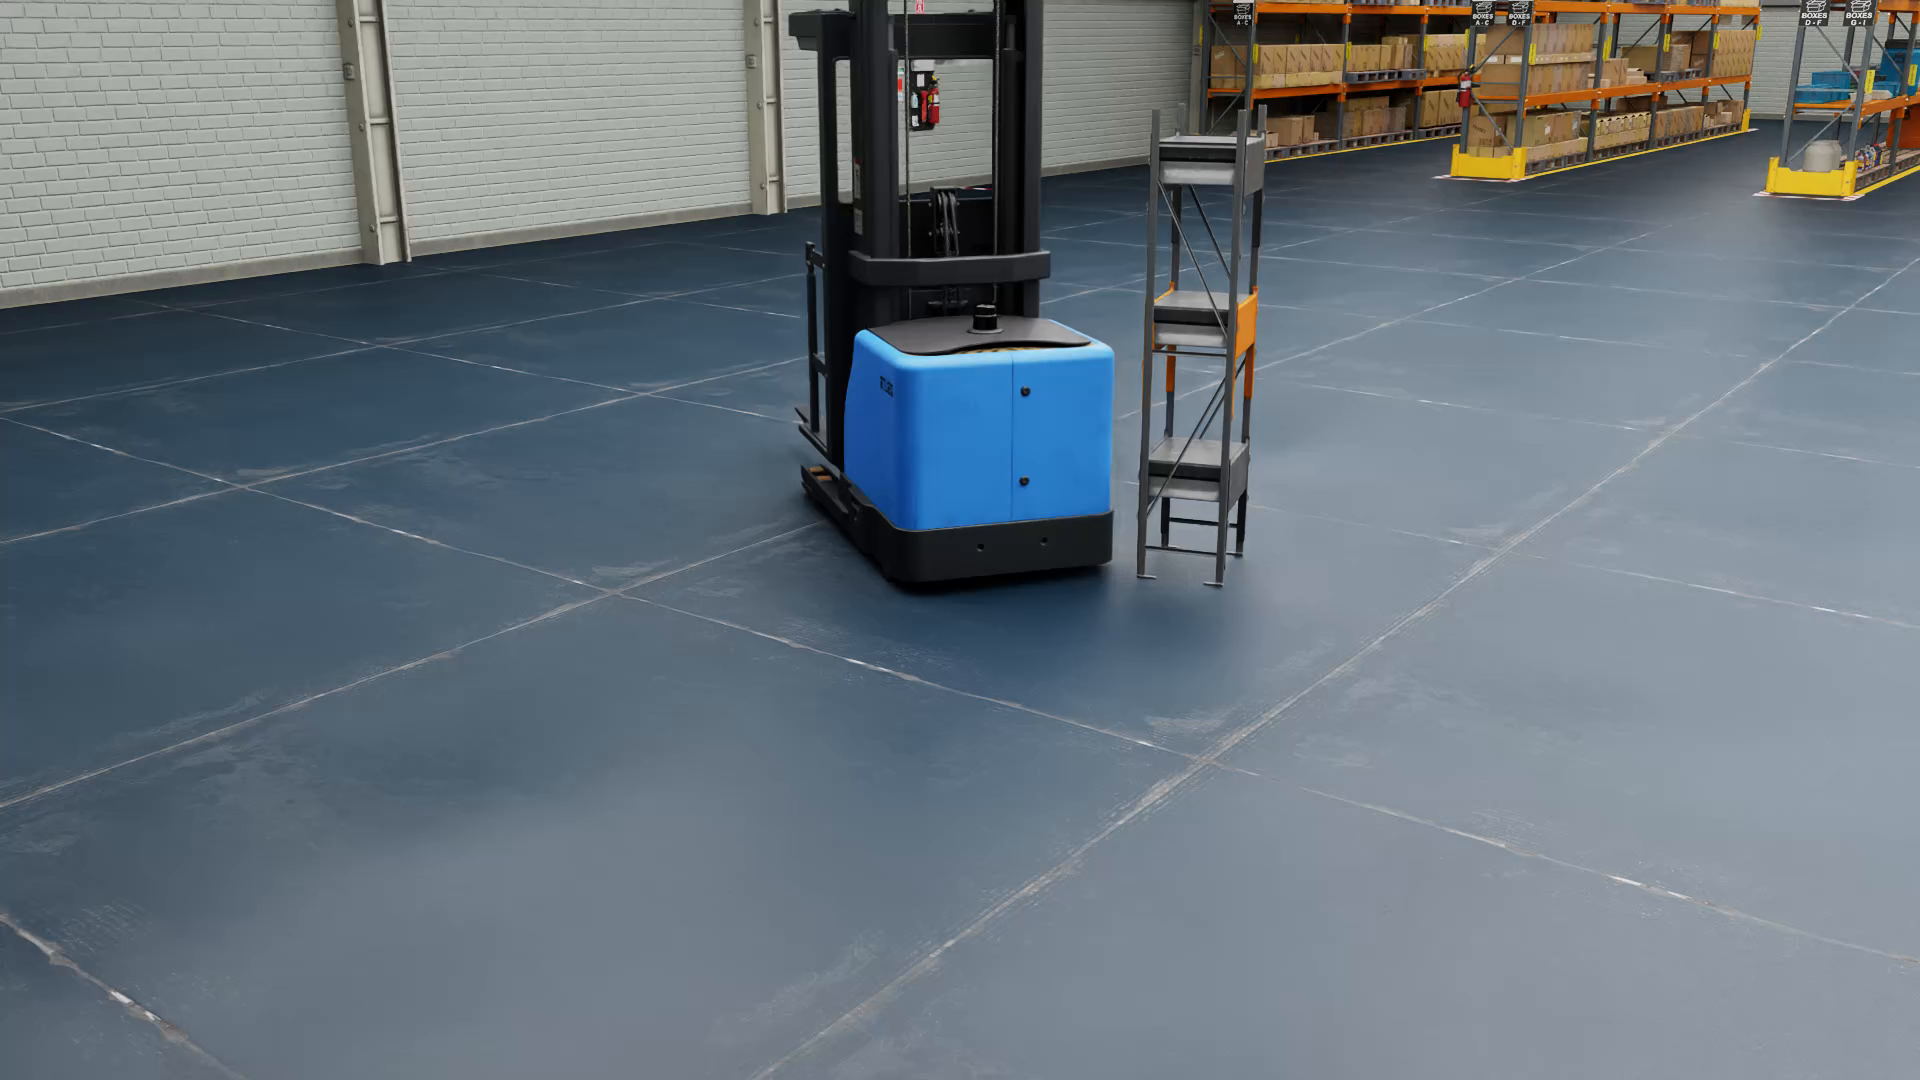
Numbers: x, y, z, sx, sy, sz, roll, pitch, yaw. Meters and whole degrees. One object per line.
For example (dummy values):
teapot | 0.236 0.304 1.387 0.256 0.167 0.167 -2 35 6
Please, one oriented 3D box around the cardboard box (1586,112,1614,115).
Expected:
cardboard box | 12.741 -8.378 33.147 0.500 0.311 0.500 12 21 33

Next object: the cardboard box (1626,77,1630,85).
cardboard box | 12.881 -8.988 32.554 0.380 0.149 0.250 14 22 39

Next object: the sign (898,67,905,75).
sign | -0.910 -6.856 24.309 0.001 0.109 0.331 12 21 35

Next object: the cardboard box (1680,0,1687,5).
cardboard box | 14.442 -11.257 34.211 0.910 0.500 0.500 12 21 35

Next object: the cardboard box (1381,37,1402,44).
cardboard box | 9.254 -10.697 35.629 0.380 0.149 0.250 9 19 26

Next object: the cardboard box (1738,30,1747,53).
cardboard box | 17.712 -11.453 38.213 0.500 0.500 0.500 13 22 36

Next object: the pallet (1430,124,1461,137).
pallet | 10.873 -9.429 38.250 1.003 0.211 1.213 12 21 35

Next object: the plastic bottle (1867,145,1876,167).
plastic bottle | 14.729 -6.211 26.912 0.144 0.351 0.185 12 21 34

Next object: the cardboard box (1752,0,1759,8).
cardboard box | 18.268 -12.519 38.696 0.500 0.250 0.500 12 21 35

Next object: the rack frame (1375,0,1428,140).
rack frame | 9.615 -10.296 36.342 1.000 3.000 0.127 12 21 35

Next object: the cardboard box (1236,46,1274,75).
cardboard box | 5.374 -8.748 30.310 0.500 0.500 0.500 12 21 35

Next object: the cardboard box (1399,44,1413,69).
cardboard box | 9.343 -10.441 35.896 0.700 0.500 0.500 10 20 28

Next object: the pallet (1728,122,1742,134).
pallet | 17.843 -9.787 39.406 1.003 0.211 1.213 12 21 35

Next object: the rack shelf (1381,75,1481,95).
rack shelf | 10.807 -10.429 37.983 1.077 0.370 4.000 12 21 35

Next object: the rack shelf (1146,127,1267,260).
rack shelf | 1.090 -1.535 7.332 0.431 0.518 0.480 6 18 19

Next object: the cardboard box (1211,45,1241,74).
cardboard box | 4.958 -8.837 30.597 0.500 0.500 0.500 12 21 34

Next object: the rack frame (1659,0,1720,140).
rack frame | 15.979 -10.375 36.594 1.000 3.000 0.127 12 21 35

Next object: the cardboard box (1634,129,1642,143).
cardboard box | 13.174 -8.018 32.932 0.500 0.250 0.500 12 21 34

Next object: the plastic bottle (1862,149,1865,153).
plastic bottle | 14.631 -6.191 26.961 0.061 0.283 0.133 12 21 35

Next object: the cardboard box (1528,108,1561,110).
cardboard box | 10.684 -7.660 30.515 0.500 0.500 0.500 12 21 35

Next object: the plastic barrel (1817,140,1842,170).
plastic barrel | 13.434 -5.942 25.809 0.421 0.512 0.421 0 17 0

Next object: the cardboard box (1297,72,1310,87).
cardboard box | 6.303 -8.756 31.600 0.500 0.250 0.500 13 21 35

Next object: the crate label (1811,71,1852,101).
crate label | 13.684 -7.143 26.130 0.502 0.435 0.616 12 21 35

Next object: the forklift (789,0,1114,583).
forklift | -0.223 -1.608 8.480 1.130 2.935 3.031 -5 18 -17

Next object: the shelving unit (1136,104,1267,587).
shelving unit | 1.090 -0.880 7.536 0.431 2.100 0.503 6 18 19

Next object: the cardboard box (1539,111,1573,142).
cardboard box | 10.509 -7.329 29.450 0.500 0.500 0.500 12 21 35

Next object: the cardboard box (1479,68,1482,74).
cardboard box | 12.024 -11.008 39.024 0.380 0.149 0.250 13 21 35

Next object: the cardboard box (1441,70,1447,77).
cardboard box | 10.741 -10.535 37.500 0.380 0.149 0.250 13 21 36

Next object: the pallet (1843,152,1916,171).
pallet | 16.351 -6.747 29.615 1.003 0.211 1.213 12 21 35

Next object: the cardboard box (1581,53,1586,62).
cardboard box | 10.919 -8.603 29.626 0.380 0.149 0.250 12 21 33

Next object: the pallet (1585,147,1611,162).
pallet | 11.620 -7.320 31.459 1.003 0.211 1.213 12 21 35

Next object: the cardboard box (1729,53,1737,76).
cardboard box | 17.405 -10.858 37.983 0.500 0.500 0.500 12 21 34

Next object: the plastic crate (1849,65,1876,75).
plastic crate | 15.231 -7.793 28.173 0.402 0.464 0.583 12 21 35

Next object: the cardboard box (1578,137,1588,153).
cardboard box | 11.111 -7.208 30.324 0.500 0.250 0.500 12 21 35

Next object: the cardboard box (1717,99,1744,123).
cardboard box | 18.236 -10.171 39.411 0.500 0.500 0.500 12 21 35

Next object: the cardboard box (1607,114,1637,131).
cardboard box | 12.874 -8.164 32.459 0.500 0.311 0.500 12 21 34

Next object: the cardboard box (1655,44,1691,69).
cardboard box | 15.517 -10.550 36.281 0.700 0.500 0.500 5 18 16

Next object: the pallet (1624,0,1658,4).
pallet | 12.599 -10.320 31.679 1.003 0.211 1.213 14 22 37

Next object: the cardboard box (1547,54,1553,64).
cardboard box | 9.849 -8.176 28.251 0.380 0.149 0.250 12 21 33

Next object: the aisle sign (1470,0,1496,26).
aisle sign | 8.554 -8.794 27.122 0.394 0.787 0.004 12 21 35

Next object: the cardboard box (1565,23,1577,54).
cardboard box | 10.354 -8.790 29.135 0.700 0.500 0.500 12 21 35

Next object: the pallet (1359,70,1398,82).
pallet | 8.468 -9.726 34.829 1.003 0.211 1.213 12 21 35

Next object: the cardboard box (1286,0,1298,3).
cardboard box | 5.903 -10.162 30.650 0.500 0.500 0.500 14 22 37

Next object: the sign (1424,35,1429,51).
sign | 10.056 -10.718 35.881 0.100 0.325 0.005 12 21 35

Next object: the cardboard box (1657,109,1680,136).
cardboard box | 14.706 -8.741 34.805 0.500 0.500 0.500 12 21 34

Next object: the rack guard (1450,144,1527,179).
rack guard | 8.814 -6.317 27.743 1.175 0.500 0.348 12 21 35

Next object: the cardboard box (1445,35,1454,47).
cardboard box | 10.707 -11.164 37.169 0.500 0.250 0.500 13 21 35

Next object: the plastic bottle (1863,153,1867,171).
plastic bottle | 14.285 -5.981 26.283 0.061 0.283 0.133 13 21 36

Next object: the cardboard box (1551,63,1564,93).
cardboard box | 10.037 -8.042 28.916 0.700 0.500 0.500 13 22 36

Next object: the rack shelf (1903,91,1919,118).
rack shelf | 16.380 -7.726 29.278 1.077 0.370 4.000 12 21 35

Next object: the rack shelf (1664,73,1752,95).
rack shelf | 17.170 -10.508 38.235 1.077 0.370 4.000 12 21 35

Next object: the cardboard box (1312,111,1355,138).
cardboard box | 7.657 -8.538 34.154 0.700 0.500 0.500 13 22 37

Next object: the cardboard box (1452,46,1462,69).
cardboard box | 11.030 -10.933 37.688 0.500 0.500 0.500 13 22 36

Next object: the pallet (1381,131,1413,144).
pallet | 9.148 -8.779 36.158 1.003 0.211 1.213 12 21 35

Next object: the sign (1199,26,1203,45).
sign | 4.414 -9.198 30.319 0.100 0.325 0.005 12 21 35
